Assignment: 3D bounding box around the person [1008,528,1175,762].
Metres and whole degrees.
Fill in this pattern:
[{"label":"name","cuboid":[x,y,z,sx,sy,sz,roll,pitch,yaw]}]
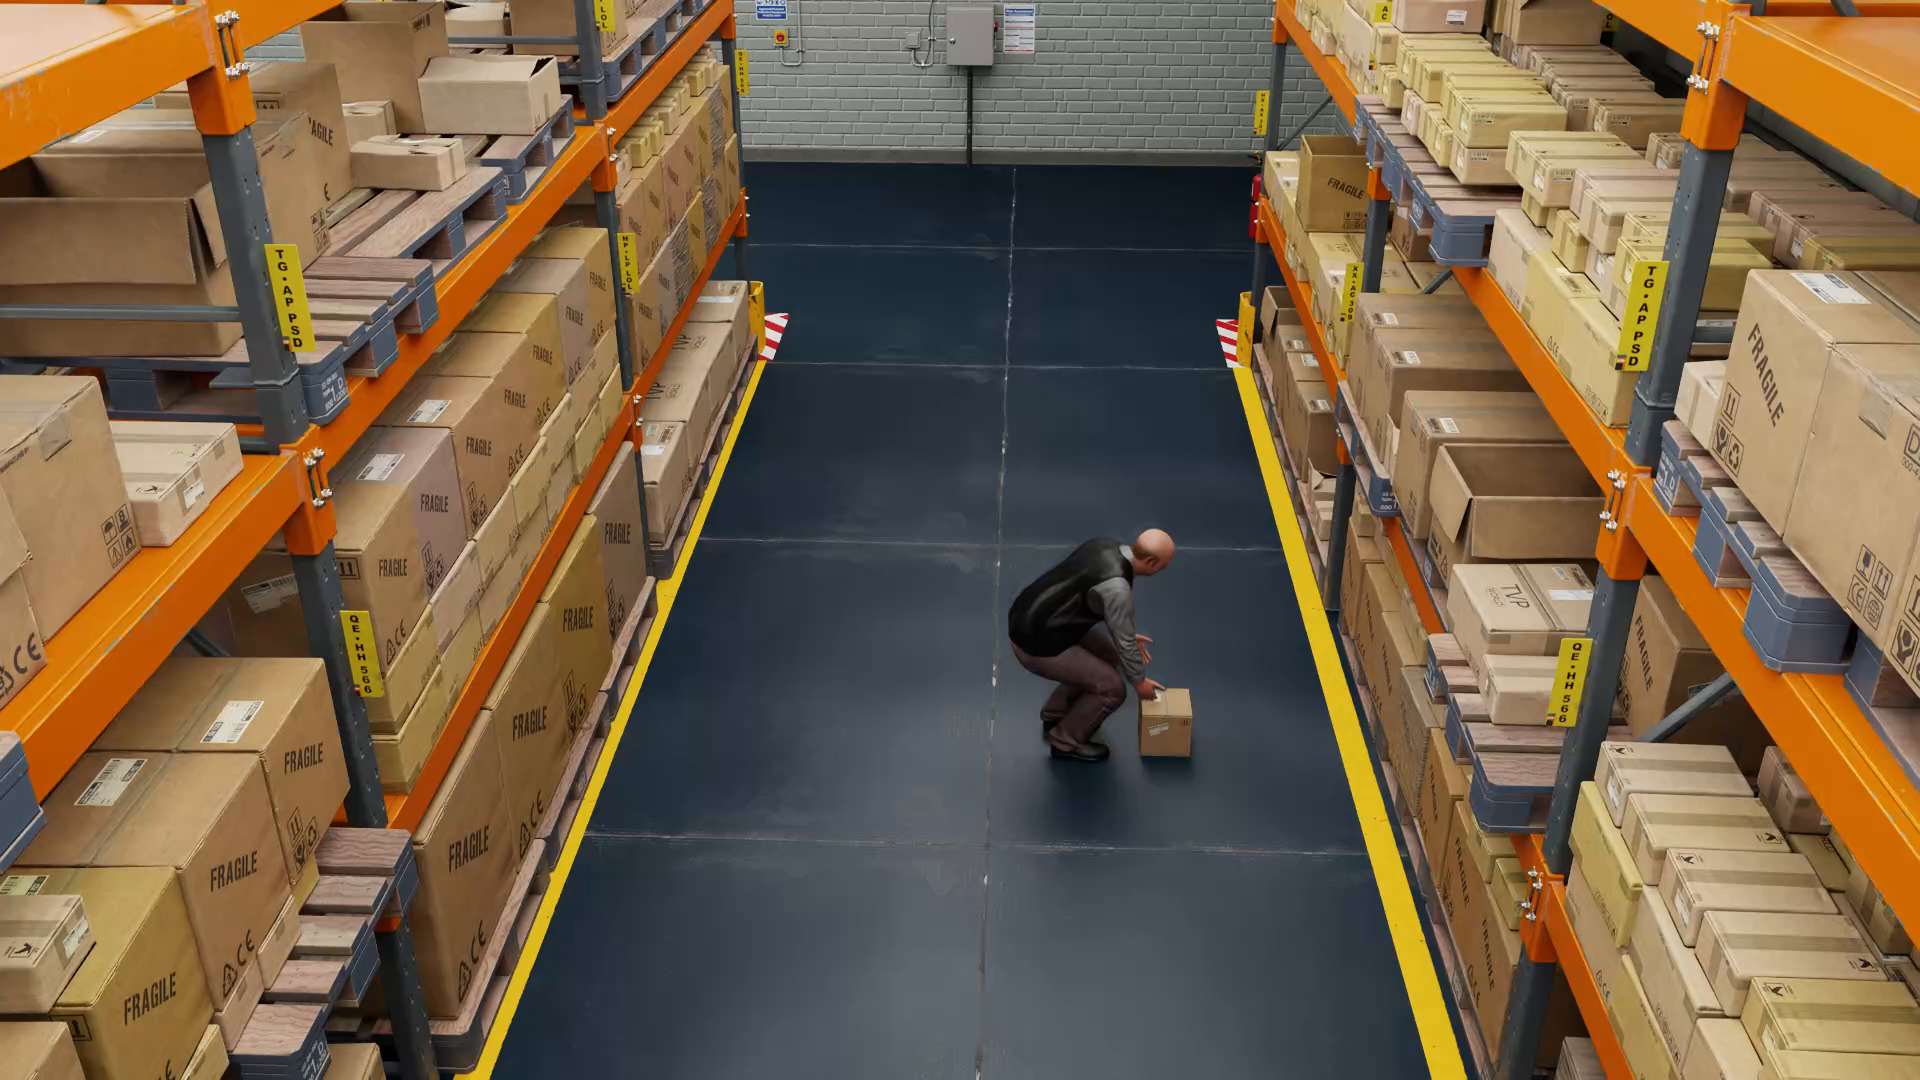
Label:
[{"label":"person","cuboid":[0.640,0.488,8.297,0.805,1.188,0.578,1,28,2]}]
